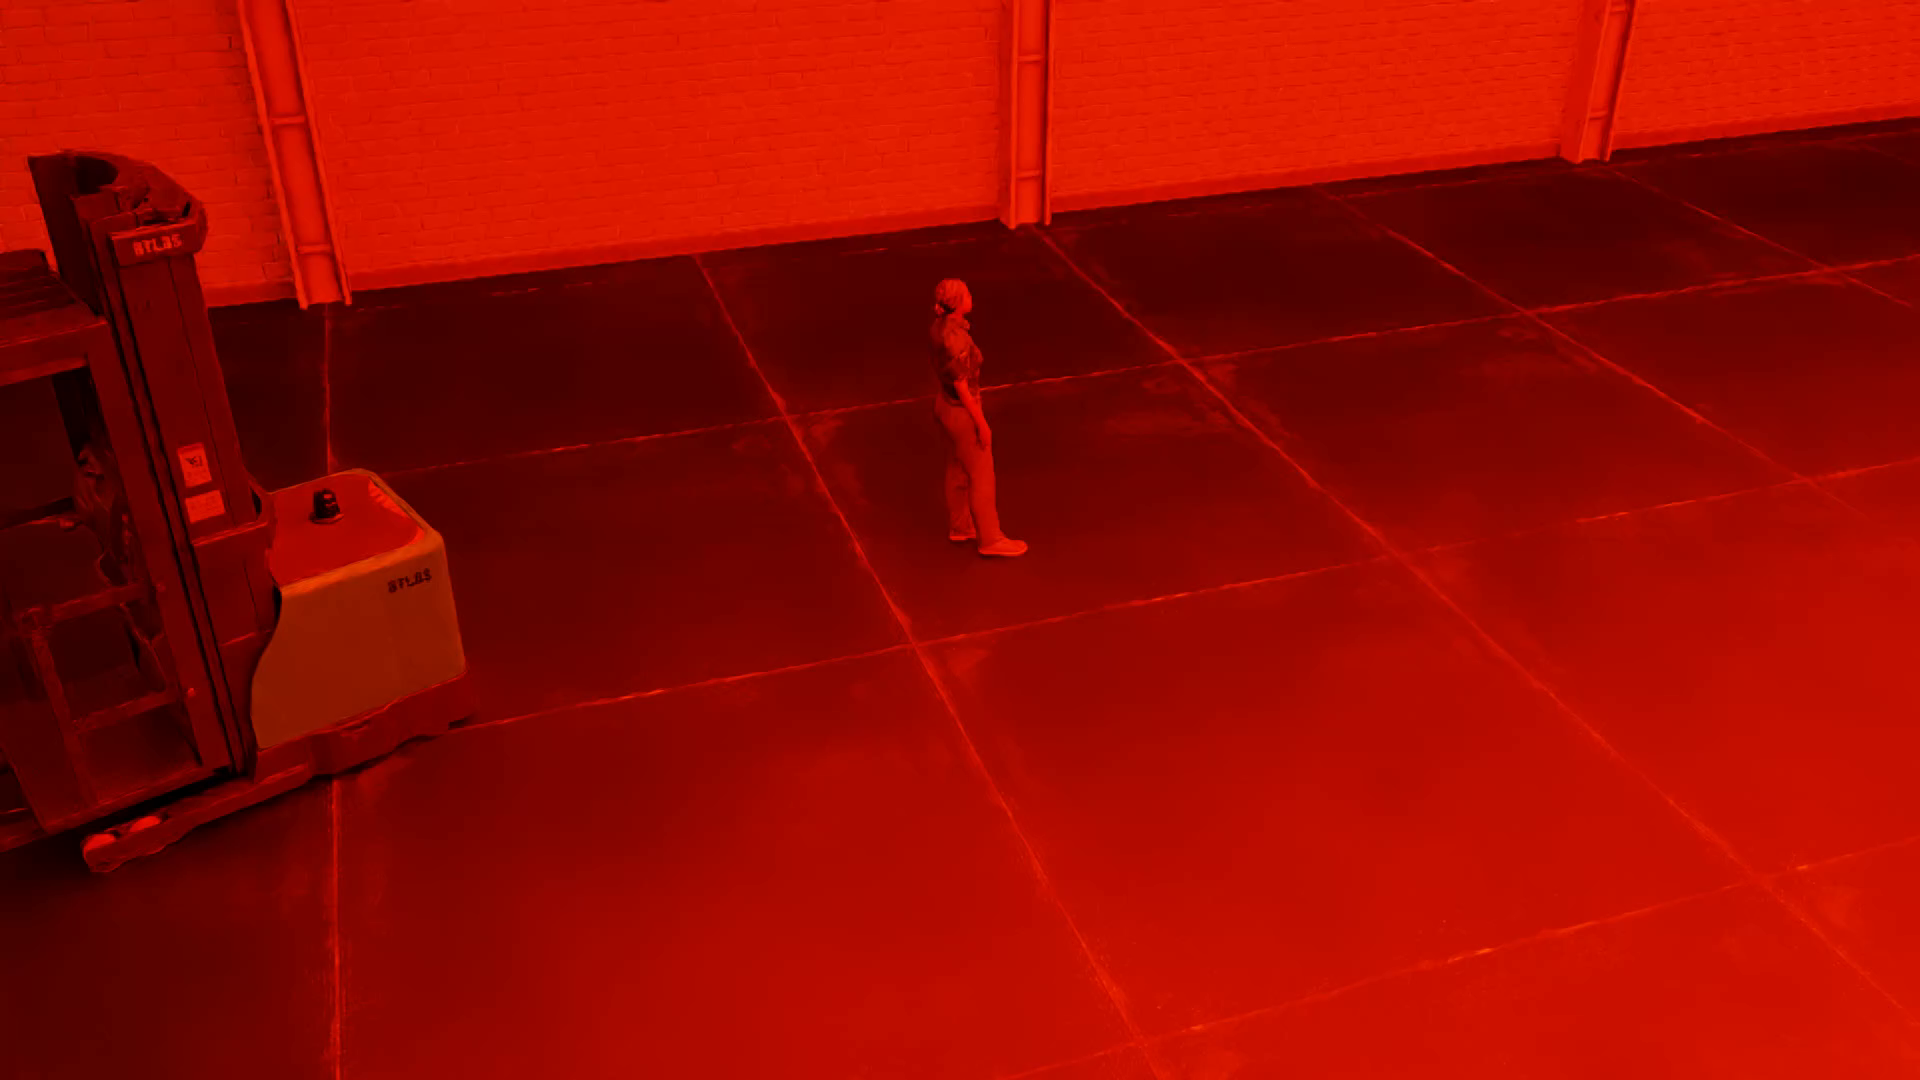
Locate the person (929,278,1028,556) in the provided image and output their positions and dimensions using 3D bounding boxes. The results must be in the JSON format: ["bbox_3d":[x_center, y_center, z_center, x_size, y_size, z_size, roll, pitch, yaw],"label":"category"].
[{"bbox_3d":[0.089,-0.728,9.618,0.503,1.654,0.570,-10,31,-16],"label":"person"}]

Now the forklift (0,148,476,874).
[{"bbox_3d":[-3.918,-0.083,7.231,3.031,2.935,1.130,-22,36,-33],"label":"forklift"}]
